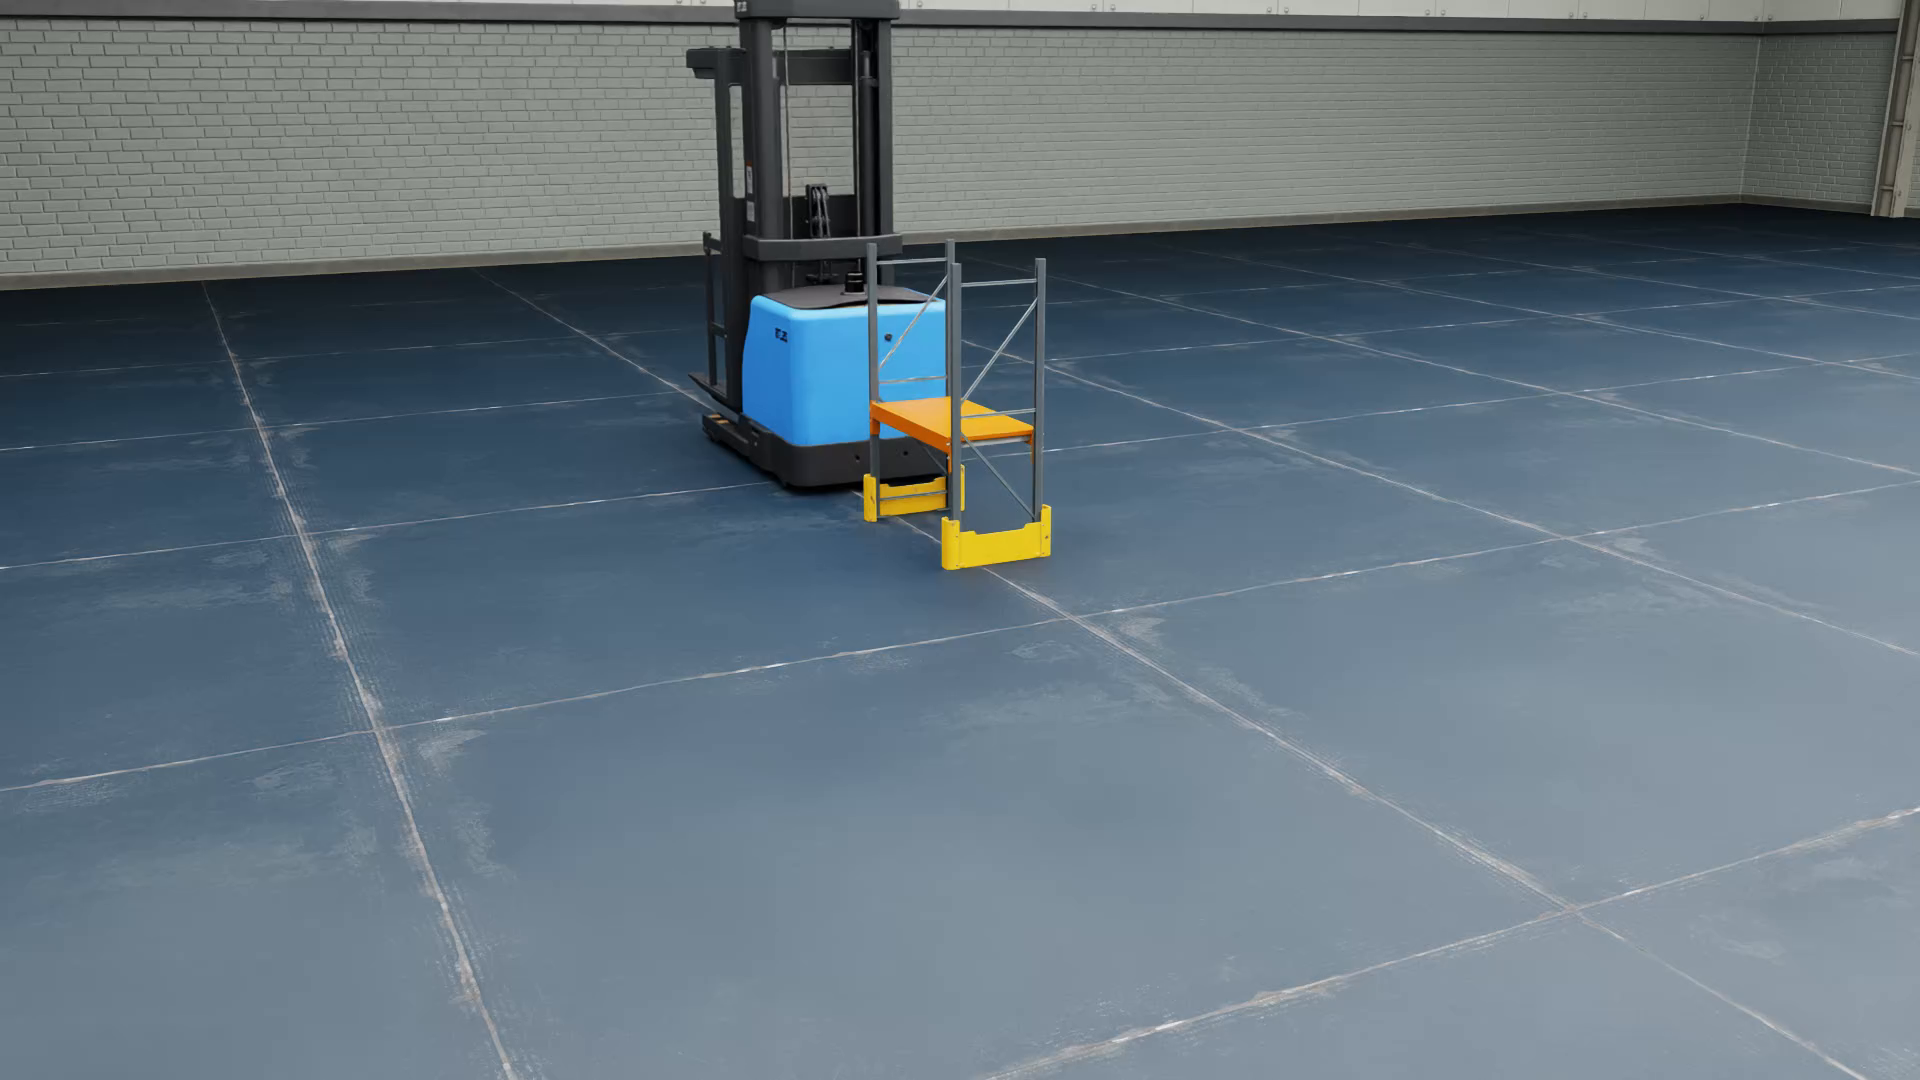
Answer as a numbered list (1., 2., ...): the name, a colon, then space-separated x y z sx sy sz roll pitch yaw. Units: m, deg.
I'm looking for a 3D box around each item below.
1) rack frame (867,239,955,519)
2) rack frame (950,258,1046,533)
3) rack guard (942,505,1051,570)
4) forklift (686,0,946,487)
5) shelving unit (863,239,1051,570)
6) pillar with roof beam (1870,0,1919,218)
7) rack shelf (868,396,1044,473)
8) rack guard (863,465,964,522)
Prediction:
1. rack frame: -0.260 -0.868 9.057 0.500 1.500 0.032 -8 18 -25
2. rack frame: 0.185 -0.616 8.178 0.500 1.500 0.032 -8 18 -25
3. rack guard: 0.185 -0.016 8.352 0.587 0.250 0.087 -8 18 -25
4. forklift: -1.073 -2.076 10.673 1.130 2.935 3.031 -7 17 -23
5. shelving unit: -0.033 -0.740 8.610 0.587 1.500 1.083 -8 18 -25
6. pillar with roof beam: 11.315 -9.108 24.176 9.100 9.000 0.400 -8 18 -25
7. rack shelf: -0.037 -0.569 8.667 0.538 0.185 1.000 -8 18 -25
8. rack guard: -0.252 -0.263 9.212 0.587 0.250 0.087 -8 18 -25
